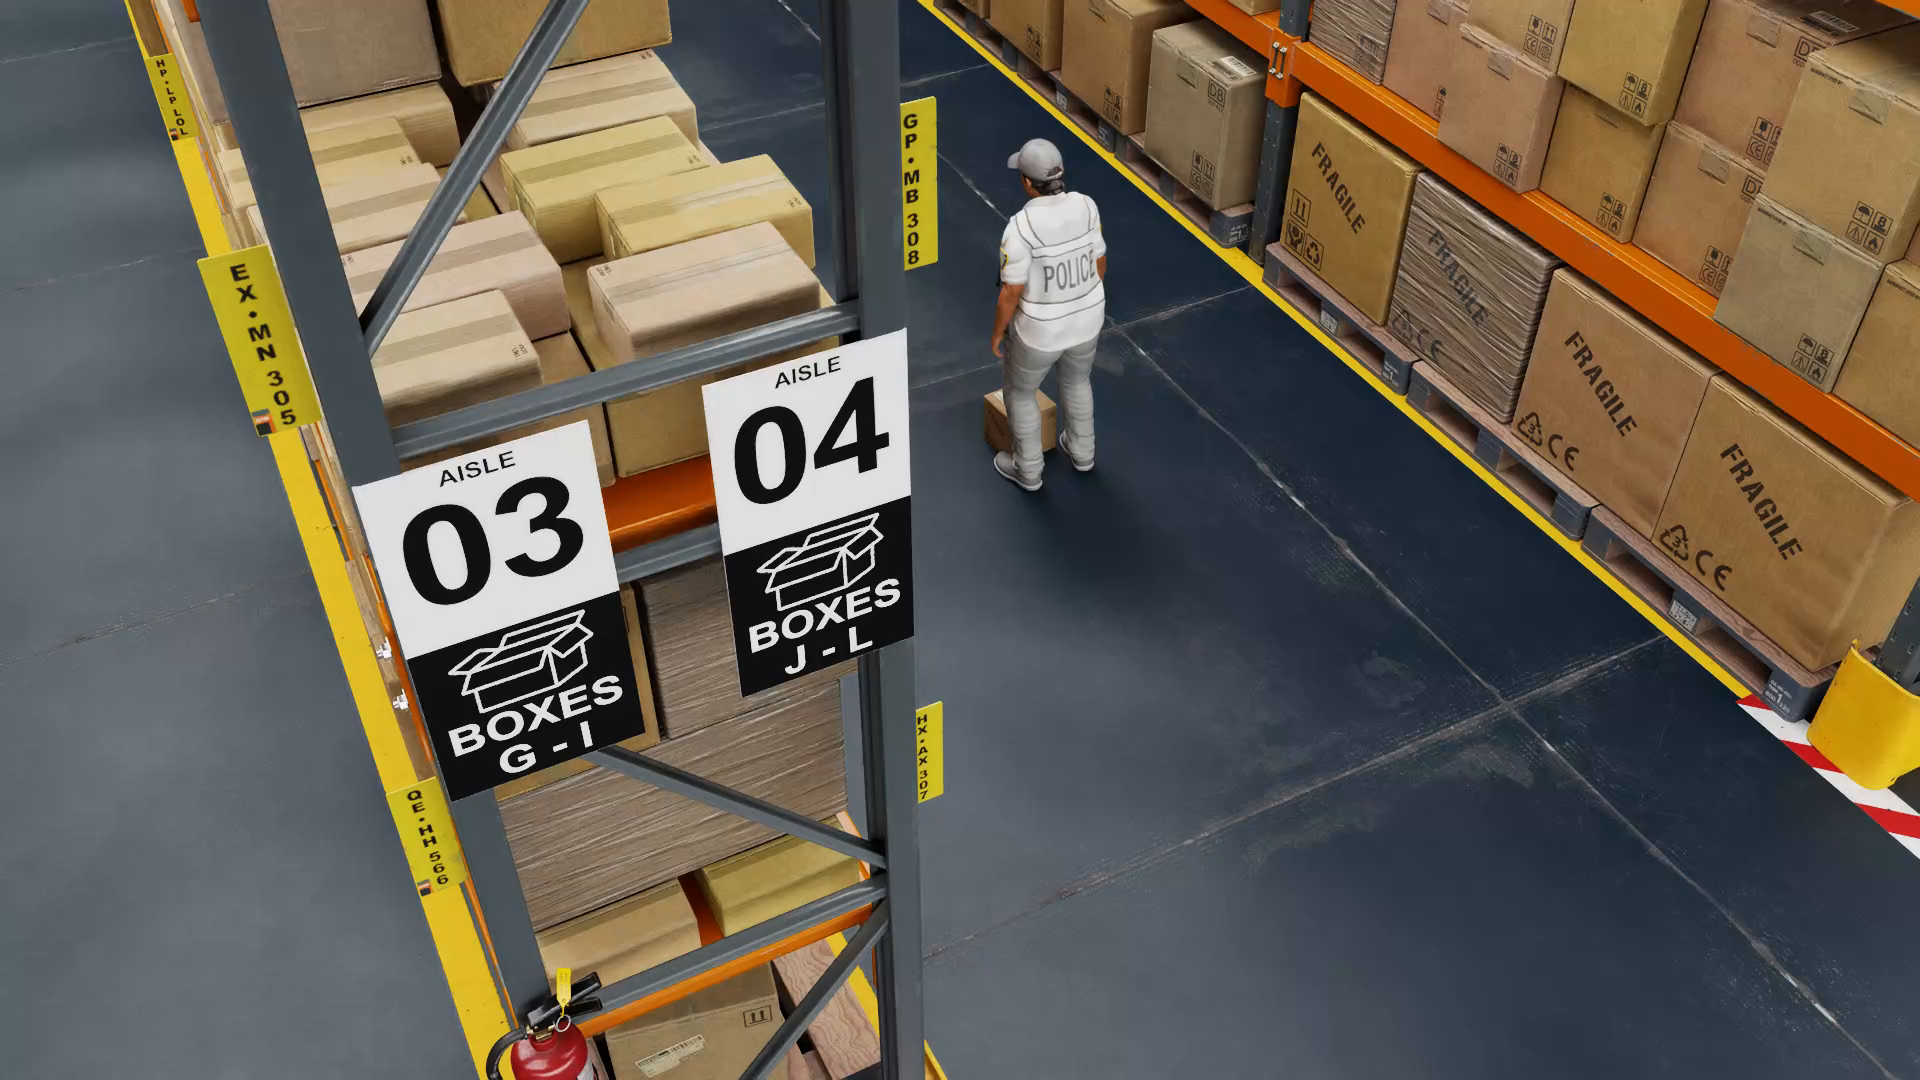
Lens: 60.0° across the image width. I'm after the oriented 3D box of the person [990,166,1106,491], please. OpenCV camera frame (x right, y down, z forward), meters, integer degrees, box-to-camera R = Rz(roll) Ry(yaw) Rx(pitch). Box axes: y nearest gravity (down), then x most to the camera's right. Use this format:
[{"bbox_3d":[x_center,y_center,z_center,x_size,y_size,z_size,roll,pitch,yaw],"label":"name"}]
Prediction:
[{"bbox_3d":[0.403,-0.936,7.222,0.561,1.653,0.394,-21,46,-22],"label":"person"}]
